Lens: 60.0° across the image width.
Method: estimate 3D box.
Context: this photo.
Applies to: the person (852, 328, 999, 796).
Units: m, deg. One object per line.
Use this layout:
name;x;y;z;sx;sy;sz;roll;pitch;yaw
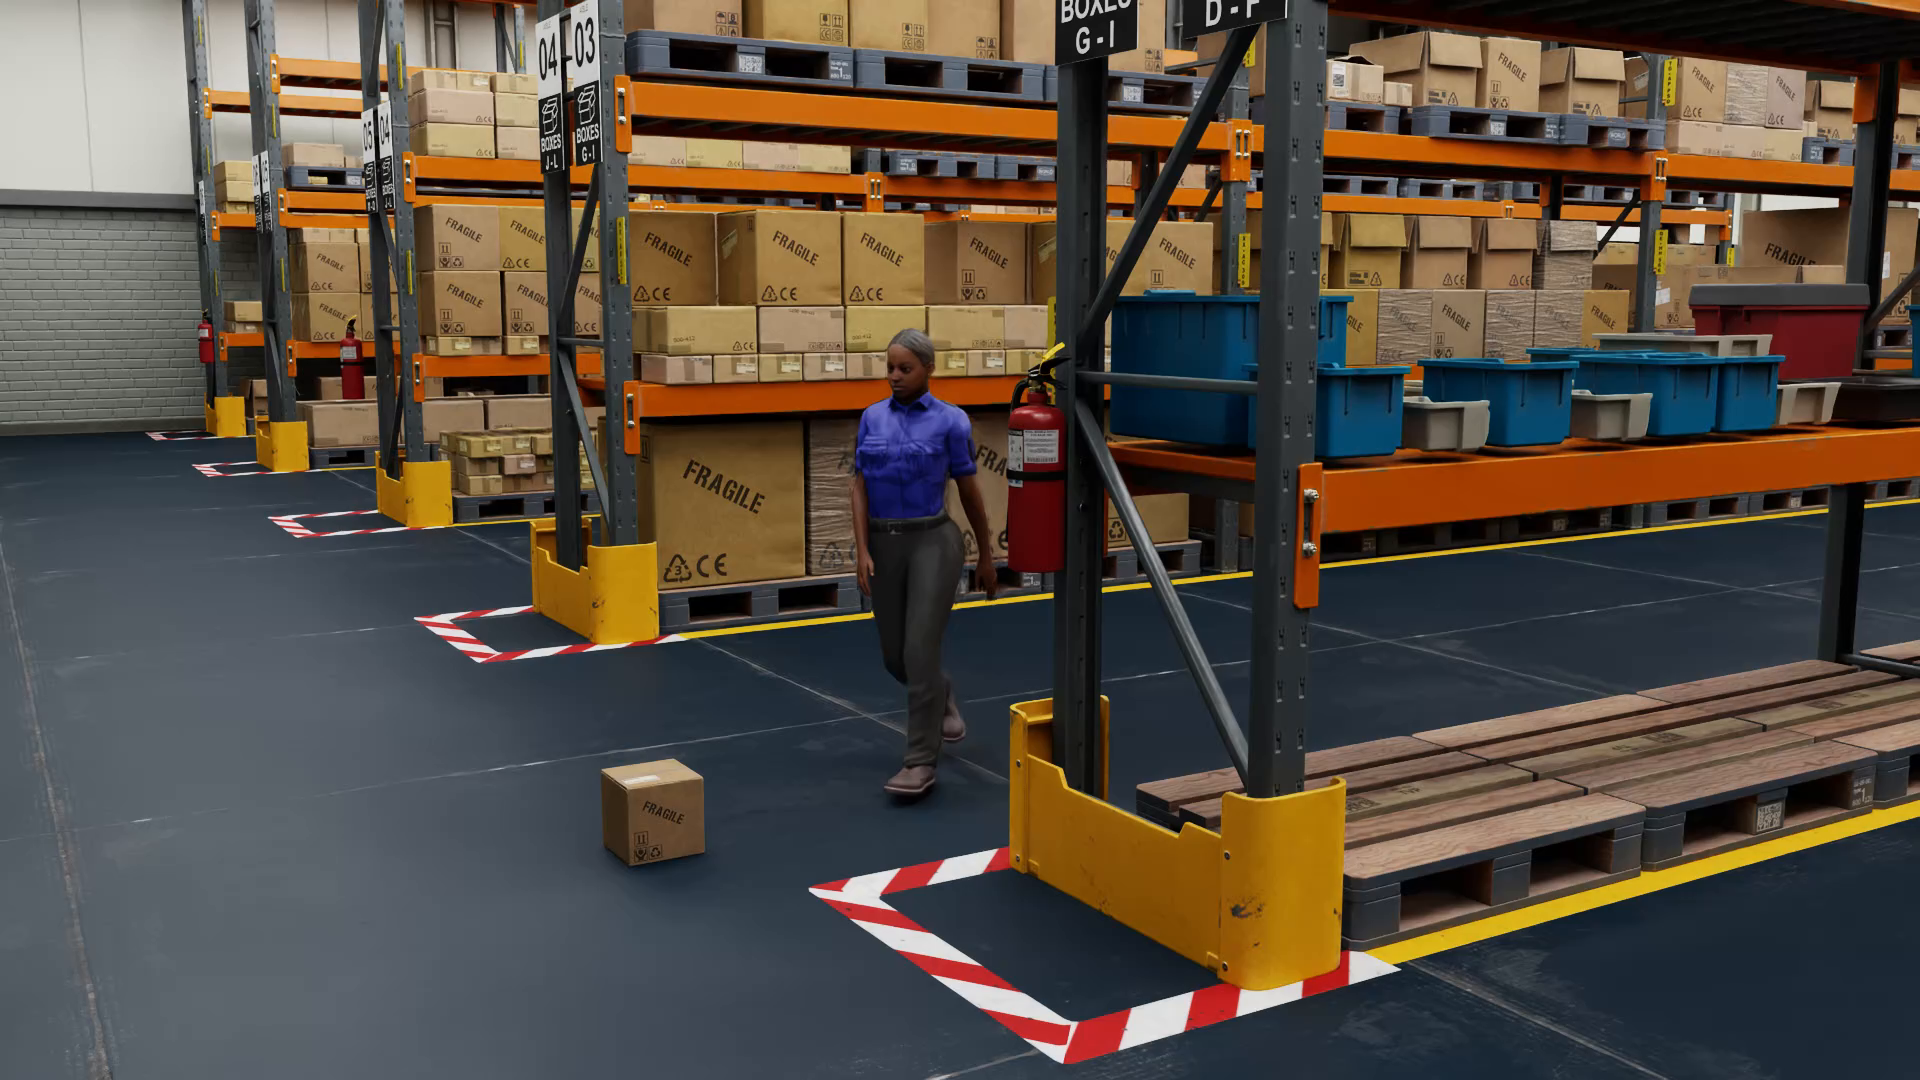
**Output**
person;-0.142;0.047;6.034;0.499;1.621;0.830;4;9;24
